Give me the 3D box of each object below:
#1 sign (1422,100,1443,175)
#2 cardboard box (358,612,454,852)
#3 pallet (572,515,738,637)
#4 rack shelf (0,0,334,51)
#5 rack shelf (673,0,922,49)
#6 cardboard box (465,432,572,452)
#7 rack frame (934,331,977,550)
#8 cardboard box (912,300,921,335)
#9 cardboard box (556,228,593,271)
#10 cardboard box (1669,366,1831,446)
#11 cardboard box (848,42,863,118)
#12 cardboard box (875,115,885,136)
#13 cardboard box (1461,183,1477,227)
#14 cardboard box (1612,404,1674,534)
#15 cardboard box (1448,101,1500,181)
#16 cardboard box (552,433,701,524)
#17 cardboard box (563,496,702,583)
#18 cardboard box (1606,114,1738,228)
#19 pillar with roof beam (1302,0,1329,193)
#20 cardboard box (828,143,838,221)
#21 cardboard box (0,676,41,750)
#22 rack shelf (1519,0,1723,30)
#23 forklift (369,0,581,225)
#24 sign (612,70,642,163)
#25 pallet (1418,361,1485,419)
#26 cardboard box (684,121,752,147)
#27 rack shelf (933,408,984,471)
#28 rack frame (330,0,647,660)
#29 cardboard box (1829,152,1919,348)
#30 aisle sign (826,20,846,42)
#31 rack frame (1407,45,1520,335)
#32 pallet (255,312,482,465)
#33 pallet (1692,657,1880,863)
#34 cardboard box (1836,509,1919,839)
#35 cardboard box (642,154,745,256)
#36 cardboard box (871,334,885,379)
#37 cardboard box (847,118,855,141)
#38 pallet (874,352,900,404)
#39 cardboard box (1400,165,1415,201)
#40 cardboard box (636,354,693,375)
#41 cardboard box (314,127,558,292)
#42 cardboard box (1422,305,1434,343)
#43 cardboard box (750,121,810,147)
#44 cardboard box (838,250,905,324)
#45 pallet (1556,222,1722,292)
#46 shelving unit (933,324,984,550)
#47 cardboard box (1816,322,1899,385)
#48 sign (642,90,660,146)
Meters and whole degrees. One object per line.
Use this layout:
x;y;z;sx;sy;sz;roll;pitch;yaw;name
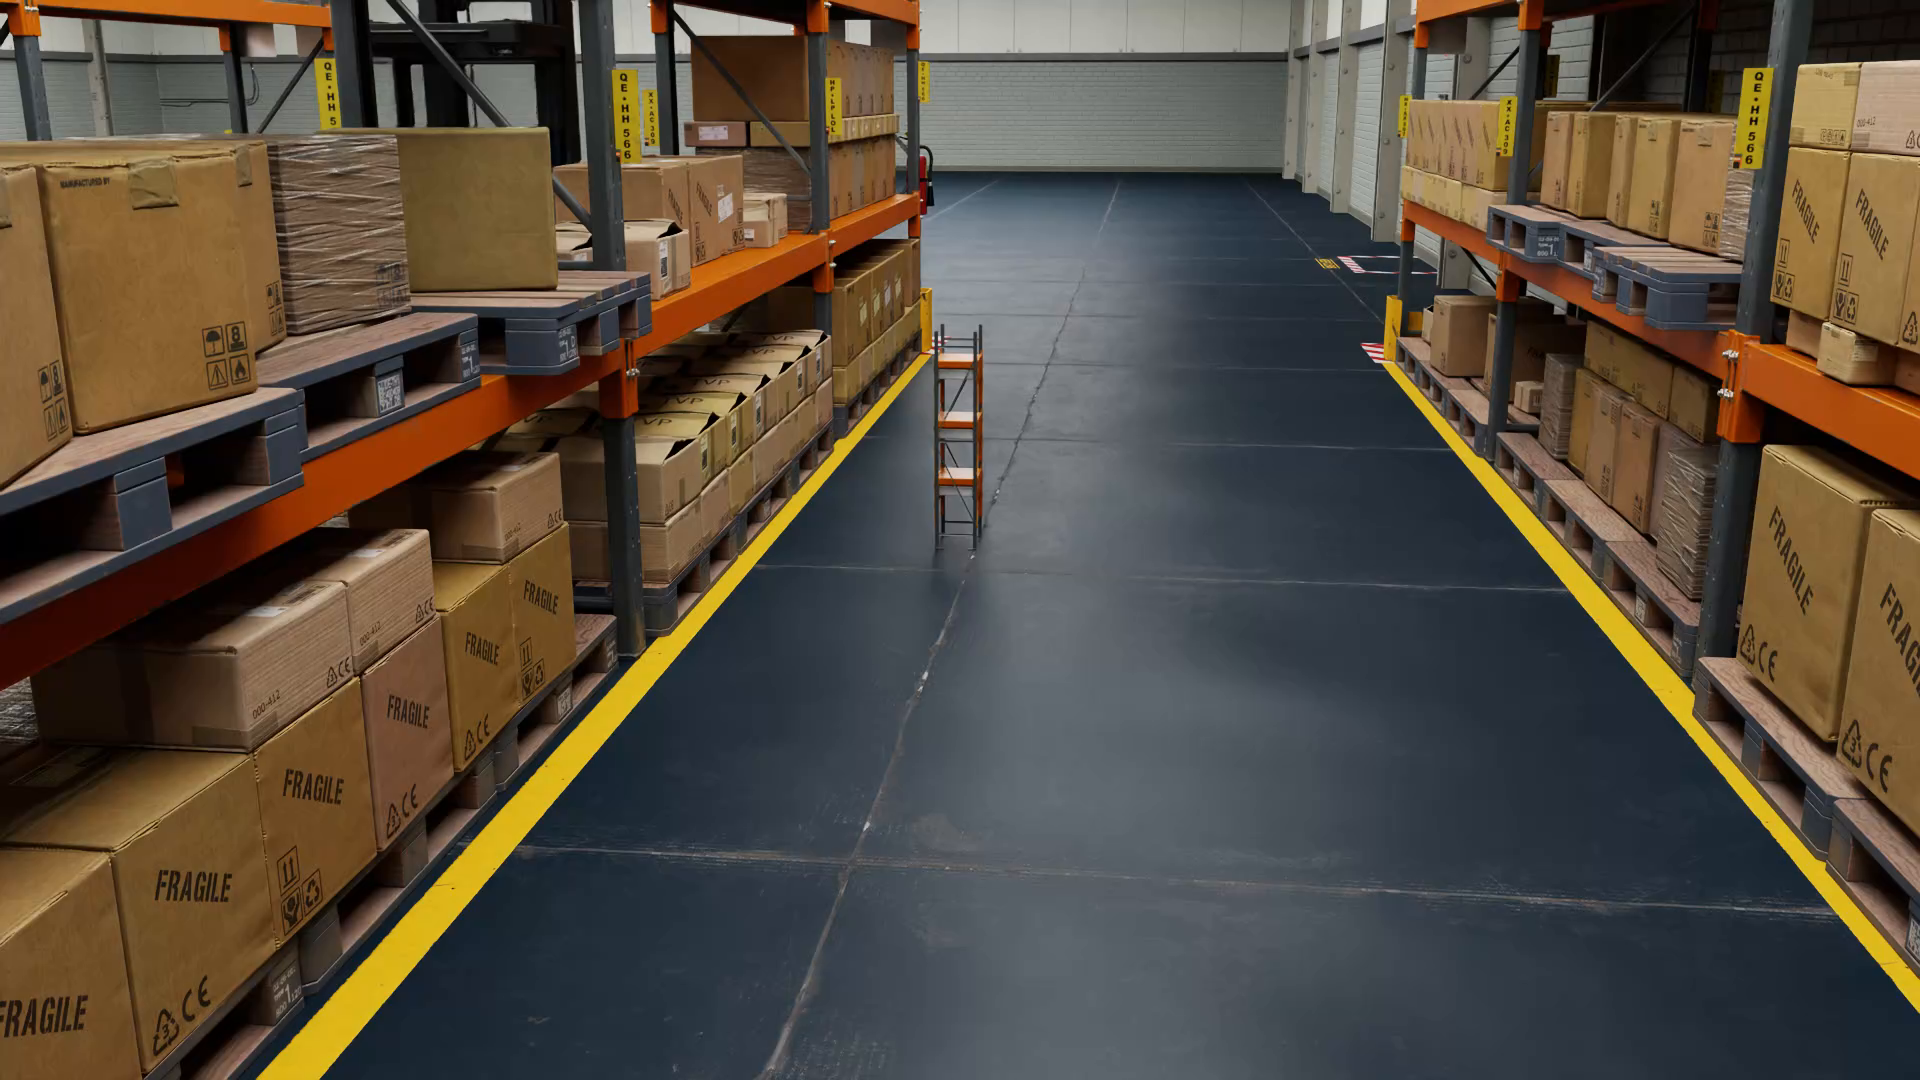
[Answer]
3.603;-2.865;11.824;0.516;0.500;0.516;2;15;6;sign
-1.724;0.502;4.507;0.500;0.500;0.500;1;15;4;cardboard box
-1.608;0.121;7.310;1.003;0.211;1.213;2;15;6;pallet
-5.984;-3.817;12.161;1.077;0.370;4.000;2;15;6;rack shelf
-1.063;-3.670;11.618;1.077;0.370;4.000;2;15;6;rack shelf
-1.925;-0.302;6.921;0.500;0.311;0.500;2;15;8;cardboard box
-0.020;-0.461;7.857;0.200;1.050;0.008;2;15;6;rack frame
-0.604;-1.815;13.592;0.500;0.250;0.500;2;15;6;cardboard box
-1.655;-1.063;6.517;0.500;0.311;0.500;3;15;10;cardboard box
3.339;-0.570;7.032;0.500;0.250;0.500;2;15;7;cardboard box
-1.075;-3.231;11.686;0.700;0.500;0.500;2;15;6;cardboard box
-0.778;-3.145;12.612;0.380;0.149;0.250;2;15;7;cardboard box
3.451;-2.103;10.443;0.500;0.250;0.500;2;15;7;cardboard box
3.414;-0.322;7.551;0.700;0.500;0.500;2;15;6;cardboard box
3.498;-2.596;10.829;0.500;0.500;0.500;1;15;5;cardboard box
-1.389;-0.286;6.862;0.500;0.311;0.500;2;15;8;cardboard box
-1.389;-0.015;6.935;0.500;0.250;0.500;2;15;6;cardboard box
3.429;-1.718;7.736;0.700;0.500;0.500;4;16;14;cardboard box
3.297;-11.983;35.238;9.100;9.000;0.400;2;15;6;pillar with roof beam
-1.191;-2.351;10.917;0.700;0.500;0.500;2;15;6;cardboard box
-2.299;0.625;4.052;0.500;0.500;0.500;2;15;7;cardboard box
3.408;-2.487;7.246;1.077;0.370;4.000;2;15;6;rack shelf
-2.883;-1.985;9.888;1.130;2.935;3.031;2;15;7;forklift
-1.199;-1.520;5.970;0.100;0.325;0.005;2;15;6;sign
3.810;-1.052;11.647;1.003;0.211;1.213;2;15;6;pallet
-1.471;-2.488;10.184;0.380;0.149;0.250;2;15;6;cardboard box
-0.006;-0.483;7.976;0.215;0.259;0.240;2;15;6;rack shelf
-1.740;-1.013;6.161;1.000;3.000;0.127;2;15;6;rack frame
2.805;-0.815;4.631;0.500;0.500;0.500;2;15;8;cardboard box
-1.134;-4.369;13.591;0.394;0.787;0.004;2;15;6;aisle sign
4.082;-2.943;13.299;0.949;2.616;0.053;2;15;6;rack frame
-1.955;-0.416;4.320;1.003;0.211;1.213;2;15;6;pallet
3.019;0.681;5.241;1.003;0.211;1.213;2;15;6;pallet
2.864;0.381;4.320;0.750;0.750;0.750;2;15;6;cardboard box
-1.451;-1.763;8.744;0.500;0.500;0.500;3;15;10;cardboard box
-0.812;-1.296;11.672;0.500;0.250;0.500;2;15;6;cardboard box
-0.924;-2.810;11.373;0.380;0.149;0.250;1;15;5;cardboard box
-1.022;-1.227;12.293;1.003;0.211;1.213;2;15;6;pallet
3.715;-2.763;12.882;0.500;0.250;0.500;1;15;5;cardboard box
-1.701;-0.833;8.883;0.500;0.311;0.500;1;15;4;cardboard box
-1.699;-1.097;5.477;0.700;0.500;0.500;-3;16;-13;cardboard box
3.918;-1.680;12.938;0.500;0.311;0.500;0;15;0;cardboard box
-1.066;-2.476;10.137;0.380;0.149;0.250;2;15;6;cardboard box
-0.700;-1.917;12.533;0.500;0.500;0.500;2;15;6;cardboard box
3.365;-1.290;7.553;1.003;0.211;1.213;2;15;6;pallet
-0.006;-0.493;7.974;0.215;1.050;0.252;2;15;6;shelving unit
2.764;-0.546;4.878;0.380;0.149;0.250;2;15;8;cardboard box
-1.840;-2.522;9.933;0.100;0.325;0.005;2;15;6;sign
